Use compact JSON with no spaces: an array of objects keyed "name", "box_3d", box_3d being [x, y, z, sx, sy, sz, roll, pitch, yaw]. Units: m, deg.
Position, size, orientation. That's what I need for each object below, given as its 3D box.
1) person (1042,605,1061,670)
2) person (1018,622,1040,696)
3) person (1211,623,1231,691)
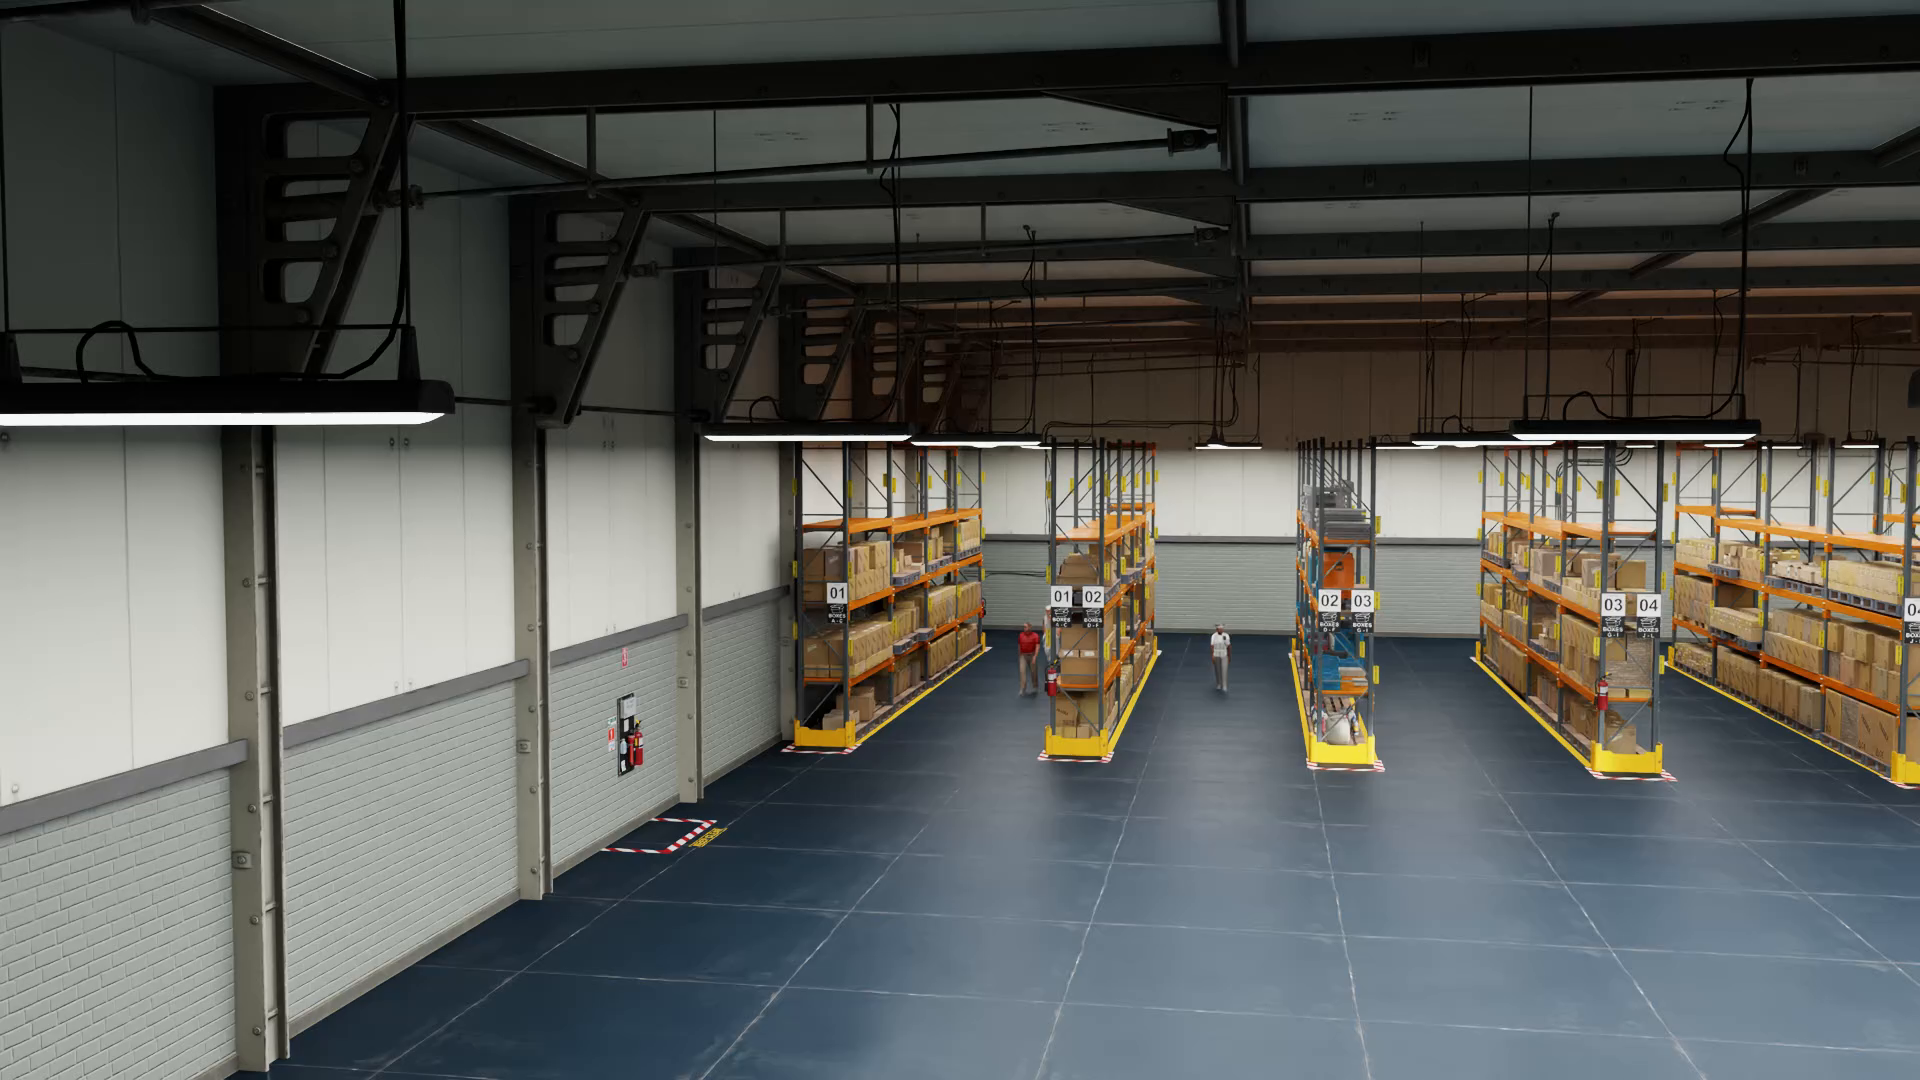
[{"name":"person","box_3d":[2.432,2.555,43.935,0.592,1.698,0.796,1,3,23]},{"name":"person","box_3d":[1.595,2.786,39.193,0.575,1.694,0.883,1,3,22]},{"name":"person","box_3d":[6.215,2.786,39.684,0.464,1.625,0.992,1,3,17]}]
